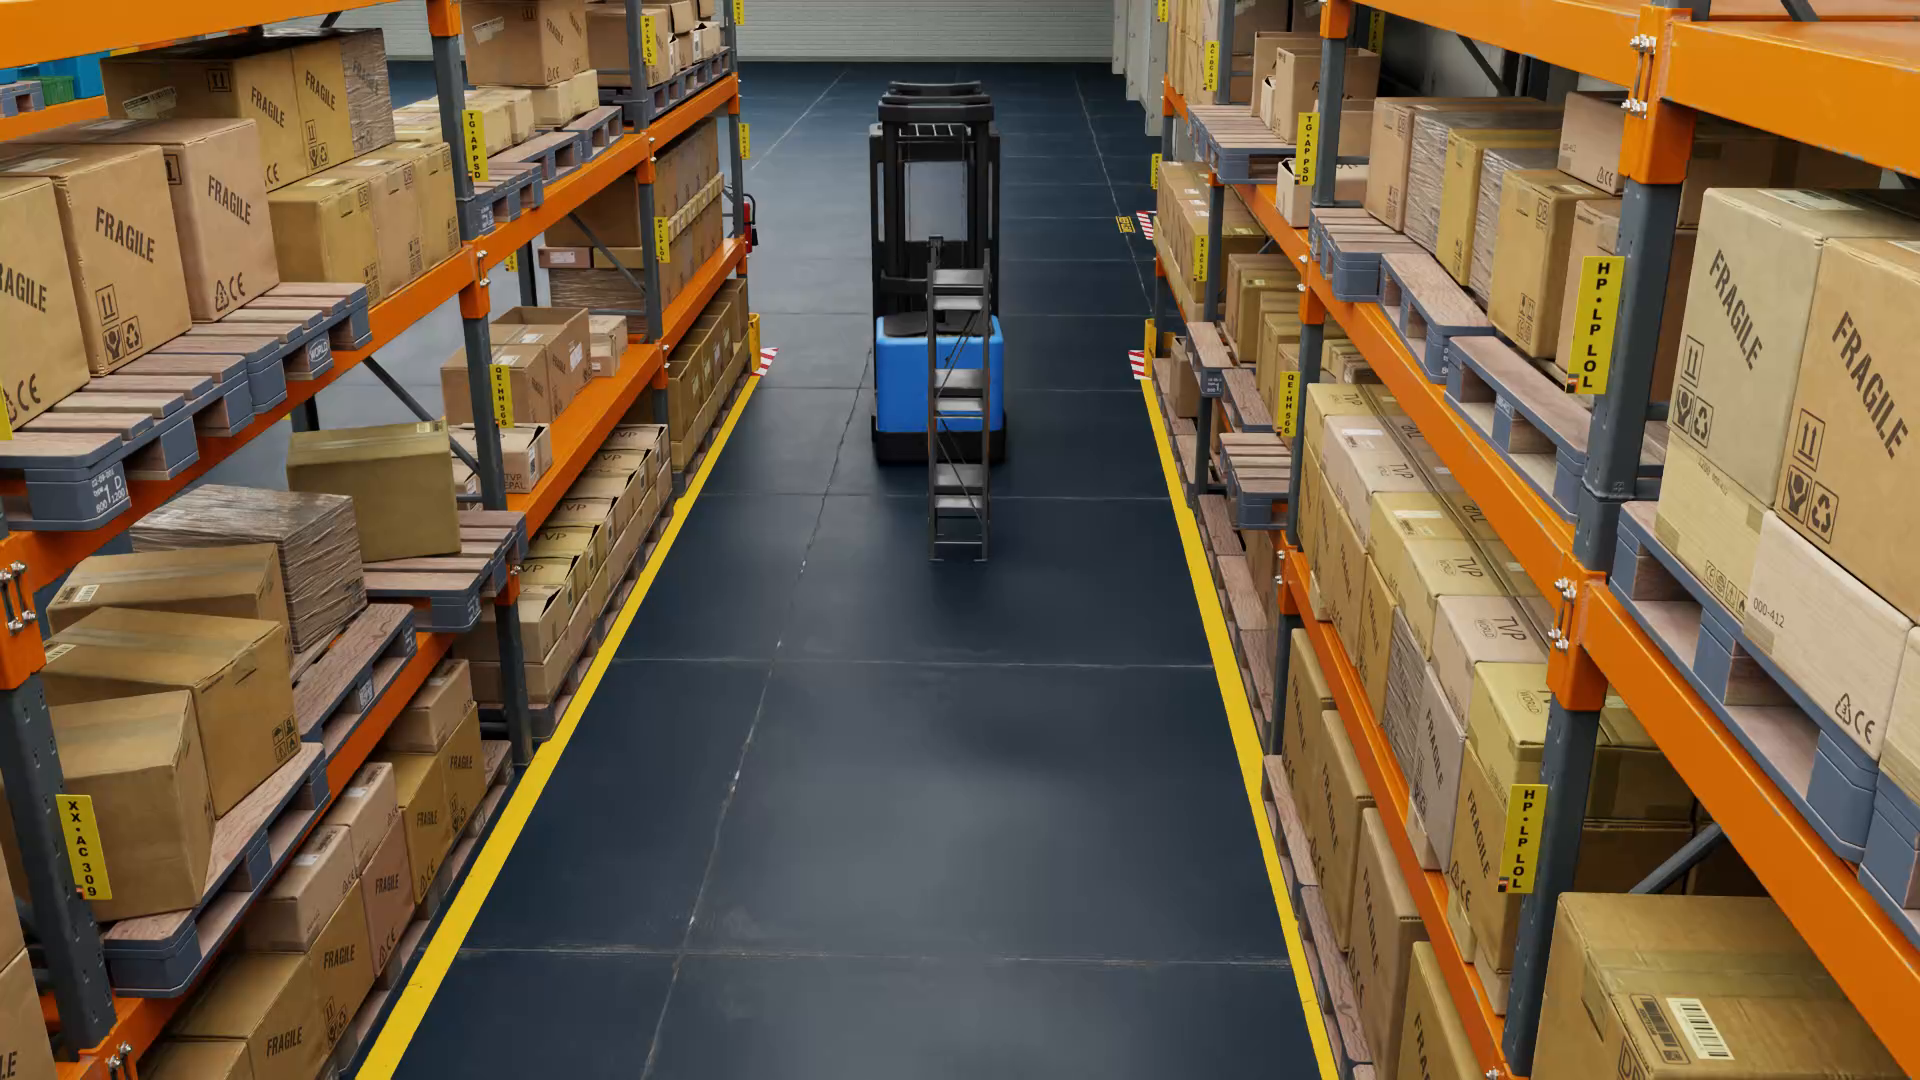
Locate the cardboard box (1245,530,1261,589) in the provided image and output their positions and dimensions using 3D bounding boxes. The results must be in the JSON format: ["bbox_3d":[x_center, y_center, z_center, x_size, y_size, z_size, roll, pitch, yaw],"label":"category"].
[{"bbox_3d":[2.238,-0.003,10.738,0.700,0.500,0.500,1,21,2],"label":"cardboard box"}]

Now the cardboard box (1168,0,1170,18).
[{"bbox_3d":[2.132,-4.831,14.639,0.500,0.500,0.500,-1,21,-2],"label":"cardboard box"}]

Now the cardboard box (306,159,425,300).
[{"bbox_3d":[-2.803,-1.310,6.975,0.910,0.500,0.500,1,21,2],"label":"cardboard box"}]

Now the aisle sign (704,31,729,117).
[{"bbox_3d":[-2.269,-4.333,15.456,0.394,0.787,0.004,1,21,2],"label":"aisle sign"}]

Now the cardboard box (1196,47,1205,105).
[{"bbox_3d":[2.062,-3.423,12.393,0.500,0.500,0.500,-1,21,-3],"label":"cardboard box"}]

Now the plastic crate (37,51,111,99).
[{"bbox_3d":[-7.273,-3.855,13.692,0.392,0.384,0.575,1,21,2],"label":"plastic crate"}]

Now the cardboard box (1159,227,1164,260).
[{"bbox_3d":[2.053,-2.626,14.829,0.500,0.250,0.500,0,21,0],"label":"cardboard box"}]

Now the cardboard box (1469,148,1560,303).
[{"bbox_3d":[2.190,-1.058,5.716,0.700,0.500,0.500,1,21,2],"label":"cardboard box"}]

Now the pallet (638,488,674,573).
[{"bbox_3d":[-2.670,-0.087,11.962,1.003,0.211,1.213,1,21,2],"label":"pallet"}]

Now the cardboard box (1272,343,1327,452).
[{"bbox_3d":[2.138,-0.779,9.143,0.700,0.500,0.500,-1,21,-3],"label":"cardboard box"}]

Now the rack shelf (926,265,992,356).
[{"bbox_3d":[-0.005,-1.559,11.247,0.431,0.518,0.480,1,21,2],"label":"rack shelf"}]

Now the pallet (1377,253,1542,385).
[{"bbox_3d":[2.146,-0.827,6.129,1.003,0.211,1.213,2,21,4],"label":"pallet"}]

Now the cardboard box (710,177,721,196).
[{"bbox_3d":[-2.392,-3.215,15.132,0.380,0.149,0.250,1,21,3],"label":"cardboard box"}]

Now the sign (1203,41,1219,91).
[{"bbox_3d":[1.723,-3.244,11.381,0.100,0.325,0.005,1,21,2],"label":"sign"}]

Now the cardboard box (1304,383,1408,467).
[{"bbox_3d":[1.871,-0.527,7.627,0.500,0.250,0.500,1,21,3],"label":"cardboard box"}]

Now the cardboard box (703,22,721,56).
[{"bbox_3d":[-2.336,-4.271,14.176,0.500,0.250,0.500,1,21,2],"label":"cardboard box"}]

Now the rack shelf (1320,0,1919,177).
[{"bbox_3d":[2.083,-1.707,5.535,1.077,0.370,4.000,1,21,2],"label":"rack shelf"}]

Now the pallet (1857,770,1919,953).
[{"bbox_3d":[1.947,0.670,2.131,1.003,0.211,1.213,1,21,2],"label":"pallet"}]

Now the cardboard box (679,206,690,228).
[{"bbox_3d":[-2.441,-2.658,13.699,0.380,0.149,0.250,0,21,1],"label":"cardboard box"}]

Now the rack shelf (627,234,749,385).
[{"bbox_3d":[-2.626,-2.042,14.139,1.077,0.370,4.000,1,21,2],"label":"rack shelf"}]

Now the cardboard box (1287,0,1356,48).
[{"bbox_3d":[2.566,-3.696,11.712,0.500,0.500,0.500,1,21,3],"label":"cardboard box"}]

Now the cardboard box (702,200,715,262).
[{"bbox_3d":[-2.603,-2.789,14.931,0.700,0.500,0.500,1,21,3],"label":"cardboard box"}]

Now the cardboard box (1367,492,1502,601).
[{"bbox_3d":[1.836,0.022,6.211,0.500,0.250,0.500,0,21,1],"label":"cardboard box"}]

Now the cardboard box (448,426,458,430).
[{"bbox_3d":[-2.826,-0.553,9.654,0.380,0.149,0.250,2,21,6],"label":"cardboard box"}]

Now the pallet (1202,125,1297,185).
[{"bbox_3d":[2.111,-2.315,9.961,1.213,0.211,1.003,1,21,2],"label":"pallet"}]

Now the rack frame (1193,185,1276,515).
[{"bbox_3d":[2.265,-1.601,12.009,1.000,3.000,0.127,1,21,2],"label":"rack frame"}]

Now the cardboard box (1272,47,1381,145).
[{"bbox_3d":[2.131,-2.599,9.715,0.500,0.500,0.500,0,21,0],"label":"cardboard box"}]

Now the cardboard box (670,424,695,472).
[{"bbox_3d":[-2.369,-0.732,12.991,0.500,0.250,0.500,1,21,2],"label":"cardboard box"}]

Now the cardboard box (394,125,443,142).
[{"bbox_3d":[-2.851,-1.897,8.251,0.500,0.250,0.500,-1,21,-2],"label":"cardboard box"}]

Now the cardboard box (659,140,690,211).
[{"bbox_3d":[-2.633,-3.011,13.709,0.700,0.500,0.500,1,21,2],"label":"cardboard box"}]

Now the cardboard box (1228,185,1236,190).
[{"bbox_3d":[2.548,-2.795,14.228,0.500,0.500,0.500,0,21,0],"label":"cardboard box"}]

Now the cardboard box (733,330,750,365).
[{"bbox_3d":[-2.286,-1.817,15.786,0.500,0.250,0.500,1,21,2],"label":"cardboard box"}]

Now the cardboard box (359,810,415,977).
[{"bbox_3d":[-2.628,1.470,6.941,0.500,0.500,0.500,0,21,0],"label":"cardboard box"}]

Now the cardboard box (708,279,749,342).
[{"bbox_3d":[-2.284,-2.167,15.651,0.500,0.500,0.500,1,21,2],"label":"cardboard box"}]

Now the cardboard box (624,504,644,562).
[{"bbox_3d":[-2.442,-0.047,11.224,0.500,0.250,0.500,1,21,3],"label":"cardboard box"}]

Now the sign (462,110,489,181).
[{"bbox_3d":[-2.266,-1.841,7.765,0.100,0.325,0.005,1,21,2],"label":"sign"}]

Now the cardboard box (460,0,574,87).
[{"bbox_3d":[-2.739,-3.099,10.314,0.500,0.500,0.500,3,21,7],"label":"cardboard box"}]

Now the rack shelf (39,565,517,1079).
[{"bbox_3d":[-2.869,0.851,6.685,1.077,0.370,4.000,1,21,2],"label":"rack shelf"}]

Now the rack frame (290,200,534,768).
[{"bbox_3d":[-2.808,-0.208,8.418,1.000,3.000,0.127,1,21,2],"label":"rack frame"}]

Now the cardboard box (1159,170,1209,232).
[{"bbox_3d":[2.047,-2.988,14.727,0.500,0.500,0.500,1,21,2],"label":"cardboard box"}]

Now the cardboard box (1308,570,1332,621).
[{"bbox_3d":[1.793,0.256,7.543,0.380,0.149,0.250,1,21,3],"label":"cardboard box"}]

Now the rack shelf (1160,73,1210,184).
[{"bbox_3d":[2.326,-3.387,13.460,1.077,0.370,4.000,1,21,2],"label":"rack shelf"}]

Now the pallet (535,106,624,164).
[{"bbox_3d":[-2.700,-2.644,10.815,0.805,0.209,1.217,0,21,-1],"label":"pallet"}]

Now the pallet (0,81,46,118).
[{"bbox_3d":[-7.713,-3.282,12.456,1.213,0.211,1.003,1,21,2],"label":"pallet"}]

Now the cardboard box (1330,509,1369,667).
[{"bbox_3d":[1.832,0.192,6.810,0.500,0.500,0.500,1,21,1],"label":"cardboard box"}]

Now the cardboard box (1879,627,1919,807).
[{"bbox_3d":[1.699,0.337,2.355,0.500,0.250,0.500,0,21,0],"label":"cardboard box"}]

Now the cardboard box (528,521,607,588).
[{"bbox_3d":[-2.473,0.056,10.183,0.500,0.311,0.500,0,21,0],"label":"cardboard box"}]

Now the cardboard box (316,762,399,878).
[{"bbox_3d":[-2.626,1.134,6.771,0.500,0.250,0.500,0,21,1],"label":"cardboard box"}]

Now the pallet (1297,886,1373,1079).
[{"bbox_3d":[2.004,1.869,6.919,1.003,0.211,1.213,1,21,2],"label":"pallet"}]

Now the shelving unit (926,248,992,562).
[{"bbox_3d":[-0.005,-0.919,11.495,0.431,2.100,0.503,1,21,2],"label":"shelving unit"}]

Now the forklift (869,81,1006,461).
[{"bbox_3d":[-0.222,-2.497,14.412,1.130,2.935,3.031,-1,21,-2],"label":"forklift"}]

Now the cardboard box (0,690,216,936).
[{"bbox_3d":[-2.692,0.827,5.032,0.700,0.500,0.500,-7,22,-17],"label":"cardboard box"}]

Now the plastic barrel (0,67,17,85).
[{"bbox_3d":[-7.500,-3.897,12.505,0.600,0.901,0.708,1,21,2],"label":"plastic barrel"}]

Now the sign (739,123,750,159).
[{"bbox_3d":[-2.023,-3.740,15.592,0.100,0.325,0.005,1,21,2],"label":"sign"}]

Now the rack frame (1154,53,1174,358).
[{"bbox_3d":[2.387,-3.047,15.736,1.000,3.000,0.127,1,21,2],"label":"rack frame"}]

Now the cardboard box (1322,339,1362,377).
[{"bbox_3d":[2.119,-0.950,8.689,0.380,0.149,0.250,-3,21,-7],"label":"cardboard box"}]
